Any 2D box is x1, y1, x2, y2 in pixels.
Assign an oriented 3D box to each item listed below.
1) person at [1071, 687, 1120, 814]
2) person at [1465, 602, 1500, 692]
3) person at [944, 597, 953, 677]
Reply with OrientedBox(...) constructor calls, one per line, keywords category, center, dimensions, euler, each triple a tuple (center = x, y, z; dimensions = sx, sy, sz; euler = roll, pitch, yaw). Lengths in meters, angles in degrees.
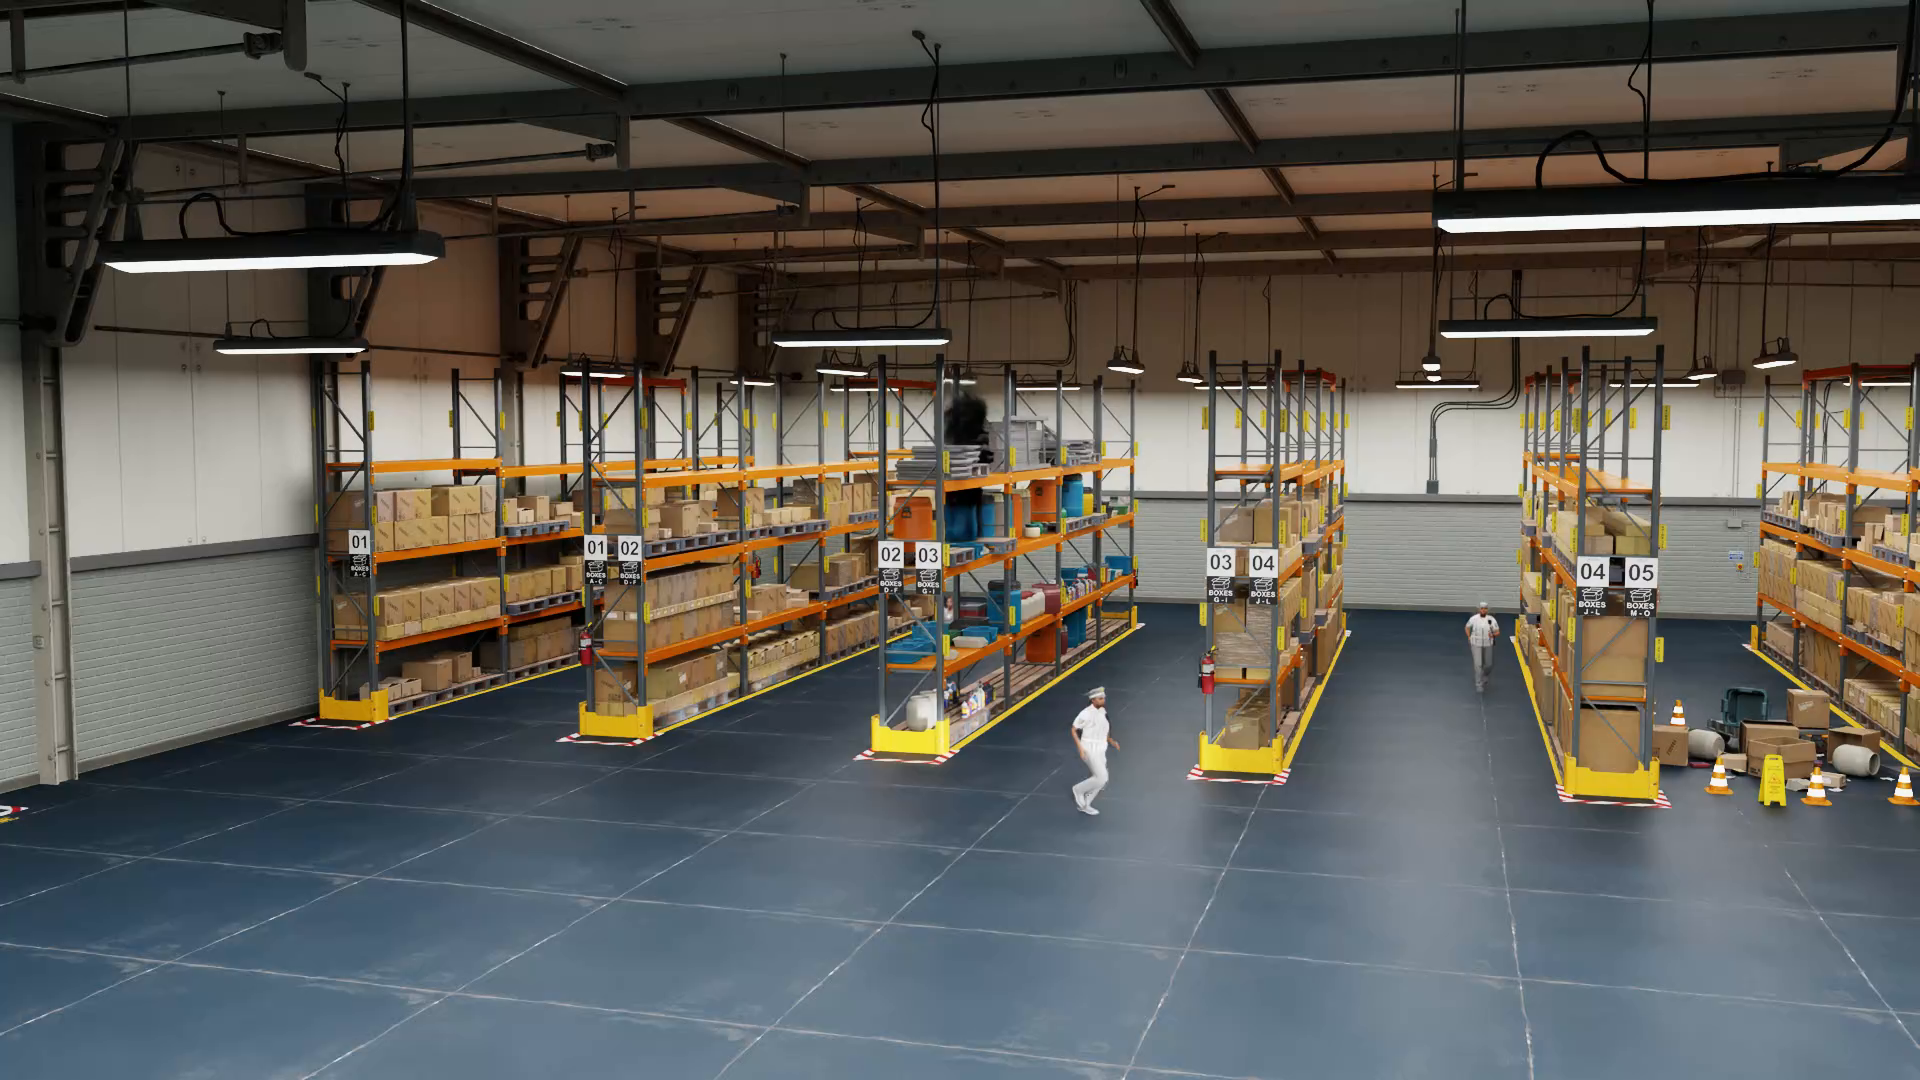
OrientedBox(category="person", center=(1.739, 2.676, 21.109), dimensions=(0.589, 1.646, 0.558), euler=(3, 5, 39))
OrientedBox(category="person", center=(9.717, 1.972, 30.940), dimensions=(0.620, 1.635, 0.802), euler=(1, 4, 13))
OrientedBox(category="person", center=(-0.183, 1.892, 32.772), dimensions=(0.537, 1.558, 0.549), euler=(1, 4, 10))
